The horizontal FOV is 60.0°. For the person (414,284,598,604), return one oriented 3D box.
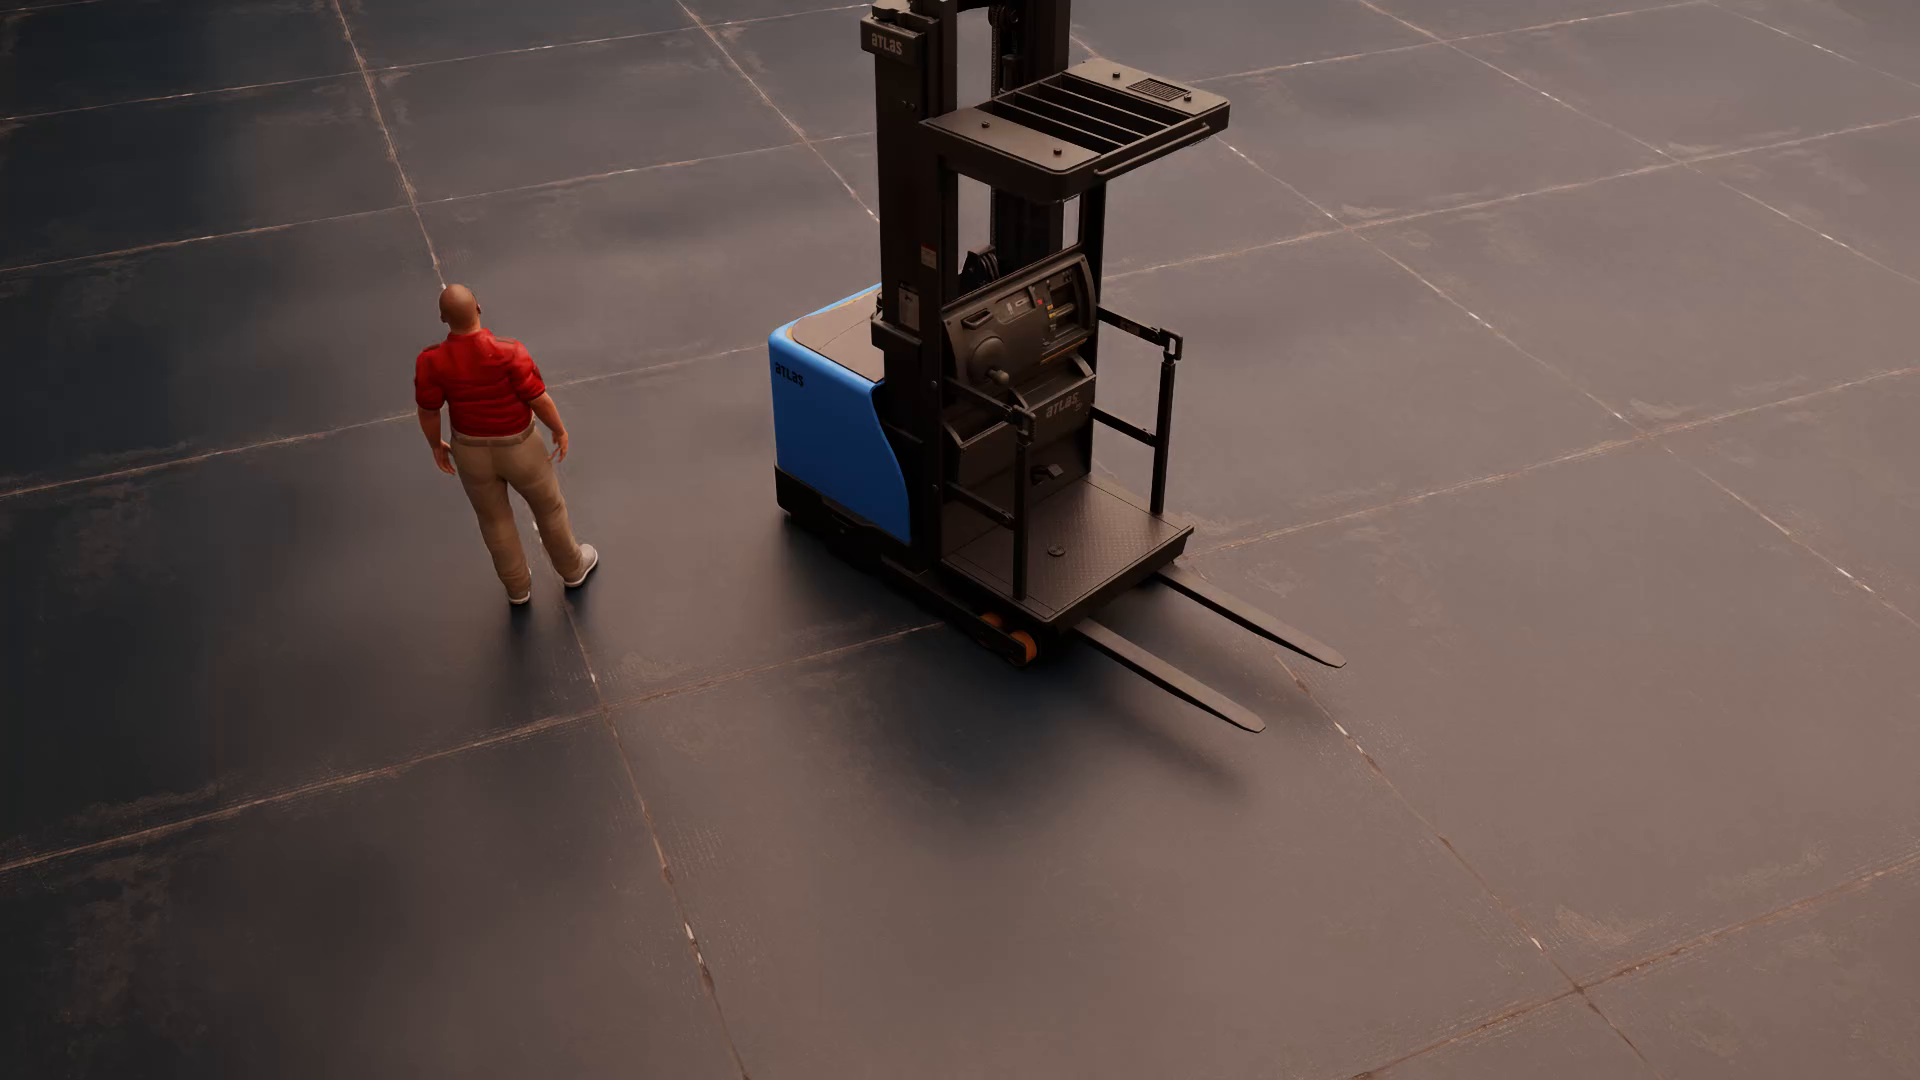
[{"bbox_3d":[-2.144,-0.473,7.789,0.642,1.728,0.550,-3,36,-4],"label":"person"}]

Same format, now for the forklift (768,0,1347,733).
[{"bbox_3d":[0.432,-0.946,7.429,3.031,2.935,1.130,30,45,35],"label":"forklift"}]
